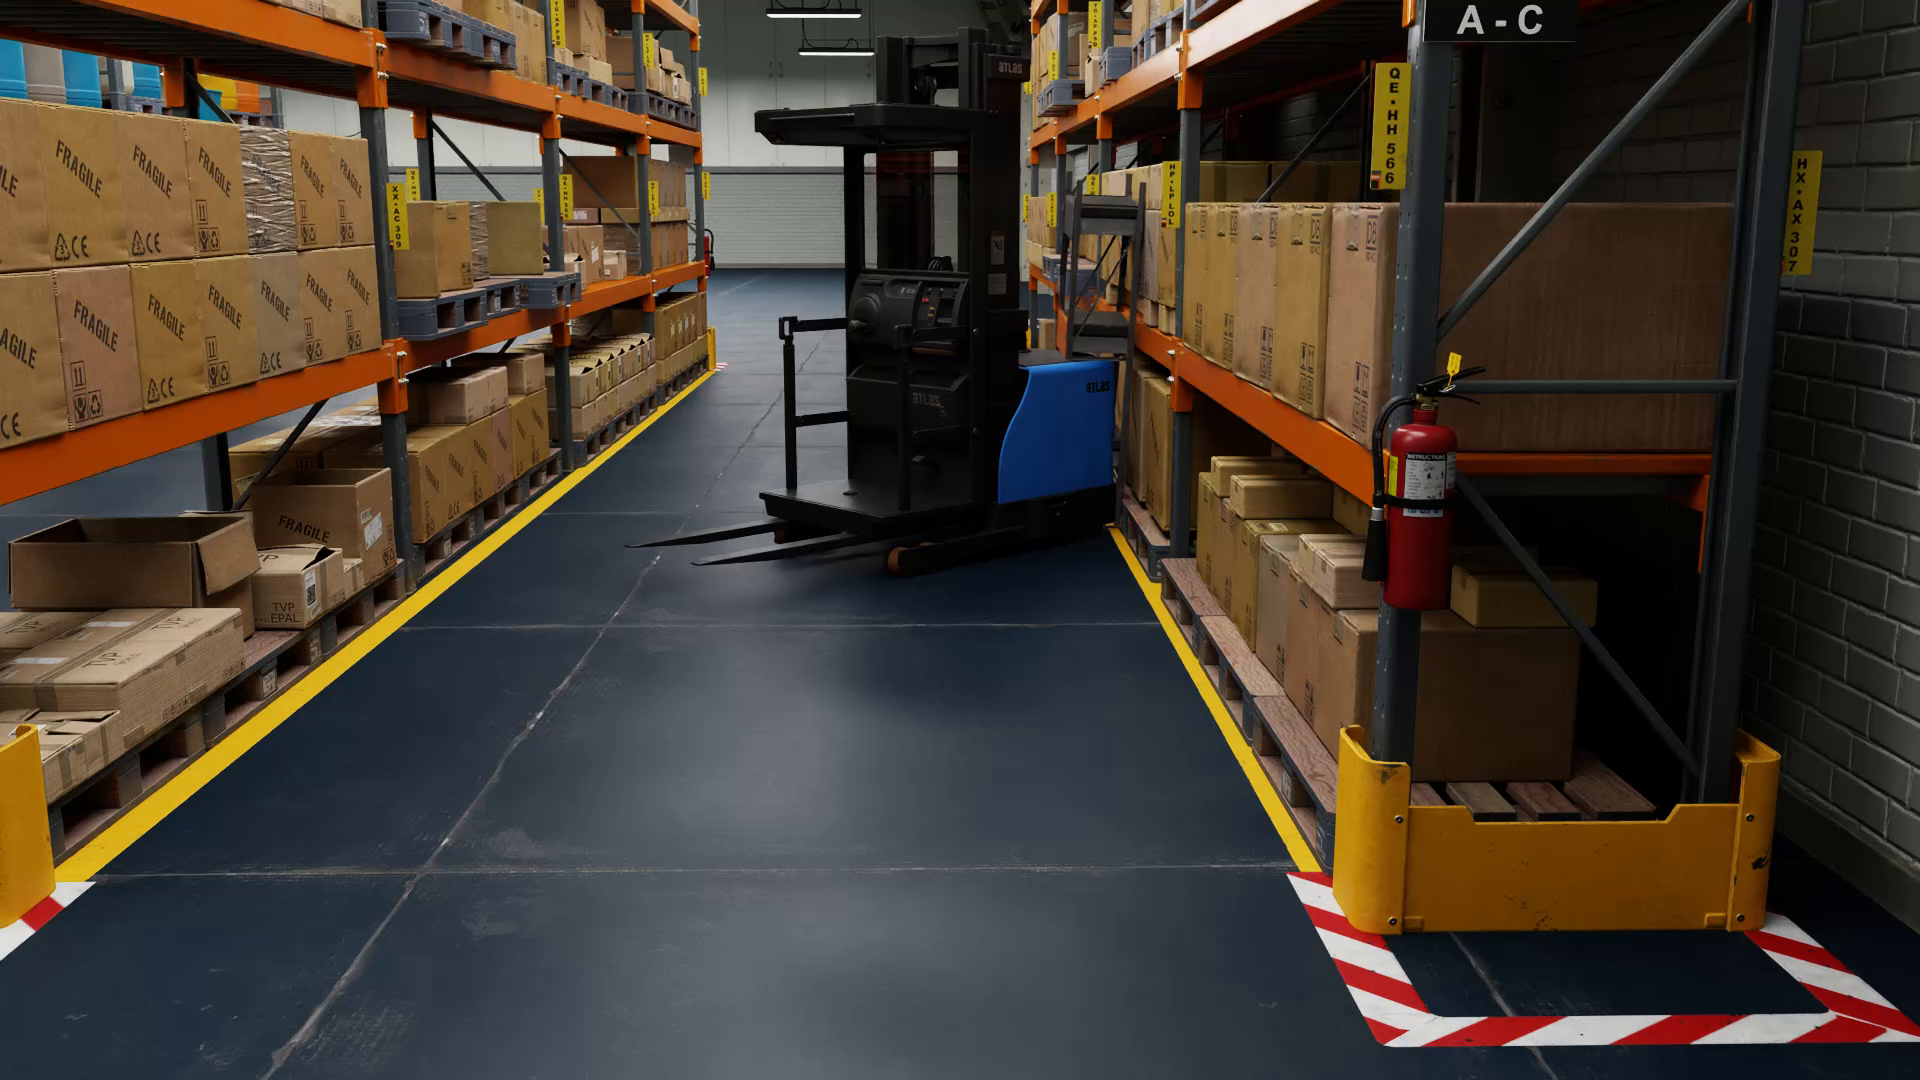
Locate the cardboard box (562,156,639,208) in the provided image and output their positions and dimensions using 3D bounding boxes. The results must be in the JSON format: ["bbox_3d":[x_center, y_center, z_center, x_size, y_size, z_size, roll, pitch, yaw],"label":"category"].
[{"bbox_3d":[-3.529,-3.548,16.489,0.700,0.500,0.500,0,11,-1],"label":"cardboard box"}]

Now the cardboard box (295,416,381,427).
[{"bbox_3d":[-3.657,-0.470,10.013,0.500,0.500,0.500,0,11,0],"label":"cardboard box"}]

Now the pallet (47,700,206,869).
[{"bbox_3d":[-3.284,0.804,5.568,1.003,0.211,1.213,0,11,-1],"label":"pallet"}]

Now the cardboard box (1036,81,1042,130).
[{"bbox_3d":[1.104,-4.842,18.538,0.500,0.500,0.500,0,11,1],"label":"cardboard box"}]

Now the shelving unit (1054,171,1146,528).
[{"bbox_3d":[0.816,-1.153,10.168,0.431,2.100,0.503,1,18,-4],"label":"shelving unit"}]

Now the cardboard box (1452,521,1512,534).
[{"bbox_3d":[1.759,0.026,5.988,0.380,0.149,0.250,0,11,-1],"label":"cardboard box"}]

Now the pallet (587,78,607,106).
[{"bbox_3d":[-3.560,-3.714,13.753,1.003,0.211,1.213,0,11,1],"label":"pallet"}]

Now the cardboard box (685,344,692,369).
[{"bbox_3d":[-3.247,-2.025,18.355,0.500,0.250,0.500,0,11,-1],"label":"cardboard box"}]

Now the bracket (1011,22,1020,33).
[{"bbox_3d":[1.394,-12.847,41.696,0.235,0.232,0.430,0,11,-1],"label":"bracket"}]

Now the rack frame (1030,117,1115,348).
[{"bbox_3d":[1.357,-3.591,20.216,1.000,3.000,0.127,0,11,-1],"label":"rack frame"}]

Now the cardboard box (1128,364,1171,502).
[{"bbox_3d":[1.440,-0.663,10.135,0.750,0.750,0.750,0,11,1],"label":"cardboard box"}]

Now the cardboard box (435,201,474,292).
[{"bbox_3d":[-3.212,-1.671,9.444,0.700,0.500,0.500,2,12,8],"label":"cardboard box"}]

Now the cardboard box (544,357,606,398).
[{"bbox_3d":[-3.167,-1.323,13.483,0.500,0.311,0.500,-1,11,-3],"label":"cardboard box"}]

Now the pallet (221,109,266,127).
[{"bbox_3d":[-8.629,-4.763,18.924,1.003,0.211,1.213,0,11,-1],"label":"pallet"}]

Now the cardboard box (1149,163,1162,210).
[{"bbox_3d":[1.338,-1.971,9.296,0.500,0.250,0.500,0,11,0],"label":"cardboard box"}]

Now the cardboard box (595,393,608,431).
[{"bbox_3d":[-3.159,-1.043,13.517,0.500,0.250,0.500,-1,11,-3],"label":"cardboard box"}]

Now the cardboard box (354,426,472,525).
[{"bbox_3d":[-3.137,-0.378,9.560,0.500,0.500,0.500,0,11,0],"label":"cardboard box"}]

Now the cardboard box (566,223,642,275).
[{"bbox_3d":[-3.529,-2.912,16.618,0.700,0.500,0.500,-1,11,-3],"label":"cardboard box"}]

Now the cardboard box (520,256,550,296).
[{"bbox_3d":[-3.395,-2.009,12.640,0.500,0.311,0.500,0,11,2],"label":"cardboard box"}]

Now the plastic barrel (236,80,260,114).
[{"bbox_3d":[-8.411,-5.341,19.159,0.600,0.830,0.708,0,11,-1],"label":"plastic barrel"}]

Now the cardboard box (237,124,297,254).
[{"bbox_3d":[-3.055,-1.422,6.759,0.500,0.500,0.500,0,11,-1],"label":"cardboard box"}]

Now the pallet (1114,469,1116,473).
[{"bbox_3d":[1.463,-0.477,11.881,1.003,0.211,1.213,0,11,-1],"label":"pallet"}]

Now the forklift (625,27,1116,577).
[{"bbox_3d":[-0.453,-1.350,9.343,3.031,2.935,1.130,-11,16,-43],"label":"forklift"}]

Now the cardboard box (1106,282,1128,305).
[{"bbox_3d":[1.214,-1.718,11.564,0.380,0.149,0.250,0,11,1],"label":"cardboard box"}]

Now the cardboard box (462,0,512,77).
[{"bbox_3d":[-3.367,-3.208,10.529,0.910,0.500,0.500,0,11,-1],"label":"cardboard box"}]

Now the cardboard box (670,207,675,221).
[{"bbox_3d":[-3.369,-3.604,18.399,0.380,0.149,0.250,0,11,0],"label":"cardboard box"}]

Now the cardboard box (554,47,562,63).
[{"bbox_3d":[-3.526,-3.890,13.466,0.500,0.250,0.500,0,11,-2],"label":"cardboard box"}]

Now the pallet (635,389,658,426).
[{"bbox_3d":[-3.459,-1.262,15.749,1.003,0.211,1.213,0,11,-1],"label":"pallet"}]

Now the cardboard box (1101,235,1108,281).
[{"bbox_3d":[1.276,-2.108,11.855,0.500,0.500,0.500,0,11,1],"label":"cardboard box"}]

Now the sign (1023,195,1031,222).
[{"bbox_3d":[0.814,-4.013,20.119,0.100,0.325,0.005,0,11,-1],"label":"sign"}]

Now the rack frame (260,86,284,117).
[{"bbox_3d":[-8.548,-6.491,19.419,1.000,3.000,0.127,0,11,-1],"label":"rack frame"}]

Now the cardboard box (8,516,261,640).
[{"bbox_3d":[-3.304,0.197,6.718,0.797,0.503,0.637,0,11,-1],"label":"cardboard box"}]

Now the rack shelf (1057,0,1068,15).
[{"bbox_3d":[1.480,-4.790,13.852,1.077,0.370,4.000,0,11,-1],"label":"rack shelf"}]

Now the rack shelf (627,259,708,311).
[{"bbox_3d":[-3.555,-2.820,18.224,1.077,0.370,4.000,0,11,-1],"label":"rack shelf"}]

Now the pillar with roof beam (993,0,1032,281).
[{"bbox_3d":[-2.564,-11.149,42.380,9.100,9.000,0.548,0,11,-1],"label":"pillar with roof beam"}]

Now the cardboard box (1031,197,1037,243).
[{"bbox_3d":[1.070,-3.598,18.690,0.500,0.500,0.500,-1,11,-3],"label":"cardboard box"}]

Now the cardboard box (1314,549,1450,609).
[{"bbox_3d":[1.388,0.127,5.487,0.380,0.149,0.250,0,11,-2],"label":"cardboard box"}]

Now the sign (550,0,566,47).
[{"bbox_3d":[-2.888,-3.705,11.933,0.100,0.325,0.005,0,11,-1],"label":"sign"}]

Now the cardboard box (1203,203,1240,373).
[{"bbox_3d":[1.609,-1.100,7.181,0.980,0.700,0.700,-1,11,-3],"label":"cardboard box"}]

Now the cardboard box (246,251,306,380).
[{"bbox_3d":[-3.056,-0.931,6.851,0.500,0.500,0.500,0,11,0],"label":"cardboard box"}]

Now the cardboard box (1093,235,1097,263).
[{"bbox_3d":[1.463,-2.470,13.331,0.700,0.500,0.500,-1,12,-7],"label":"cardboard box"}]

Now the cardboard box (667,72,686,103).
[{"bbox_3d":[-3.297,-4.933,18.099,0.500,0.311,0.500,1,12,6],"label":"cardboard box"}]

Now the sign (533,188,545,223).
[{"bbox_3d":[-4.068,-3.235,16.086,0.100,0.325,0.005,0,11,-1],"label":"sign"}]

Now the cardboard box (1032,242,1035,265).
[{"bbox_3d":[1.079,-3.225,18.737,0.500,0.250,0.500,0,11,-2],"label":"cardboard box"}]

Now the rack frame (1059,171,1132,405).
[{"bbox_3d":[0.801,-1.229,10.400,0.400,2.100,0.015,1,18,-4],"label":"rack frame"}]

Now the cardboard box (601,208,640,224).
[{"bbox_3d":[-3.325,-3.196,16.386,0.380,0.149,0.250,0,11,-1],"label":"cardboard box"}]

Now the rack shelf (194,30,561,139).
[{"bbox_3d":[-3.389,-2.700,10.087,1.077,0.370,4.000,0,11,-1],"label":"rack shelf"}]

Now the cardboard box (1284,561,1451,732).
[{"bbox_3d":[1.562,0.370,5.920,0.700,0.500,0.500,0,11,-1],"label":"cardboard box"}]

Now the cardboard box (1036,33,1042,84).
[{"bbox_3d":[1.103,-5.331,18.430,0.500,0.500,0.500,0,11,0],"label":"cardboard box"}]

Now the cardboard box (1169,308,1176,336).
[{"bbox_3d":[1.314,-1.159,8.807,0.380,0.149,0.250,0,11,-1],"label":"cardboard box"}]

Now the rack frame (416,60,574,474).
[{"bbox_3d":[-3.431,-1.980,12.274,1.000,3.000,0.127,0,11,-1],"label":"rack frame"}]

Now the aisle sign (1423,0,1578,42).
[{"bbox_3d":[1.389,-1.669,4.204,0.394,0.787,0.004,0,11,-1],"label":"aisle sign"}]

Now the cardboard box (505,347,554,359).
[{"bbox_3d":[-3.721,-1.519,14.453,0.500,0.311,0.500,0,11,0],"label":"cardboard box"}]

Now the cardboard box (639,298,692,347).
[{"bbox_3d":[-3.243,-2.392,18.280,0.500,0.500,0.500,0,11,-1],"label":"cardboard box"}]

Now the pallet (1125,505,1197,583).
[{"bbox_3d":[1.513,0.008,9.490,1.003,0.211,1.213,0,11,-1],"label":"pallet"}]
